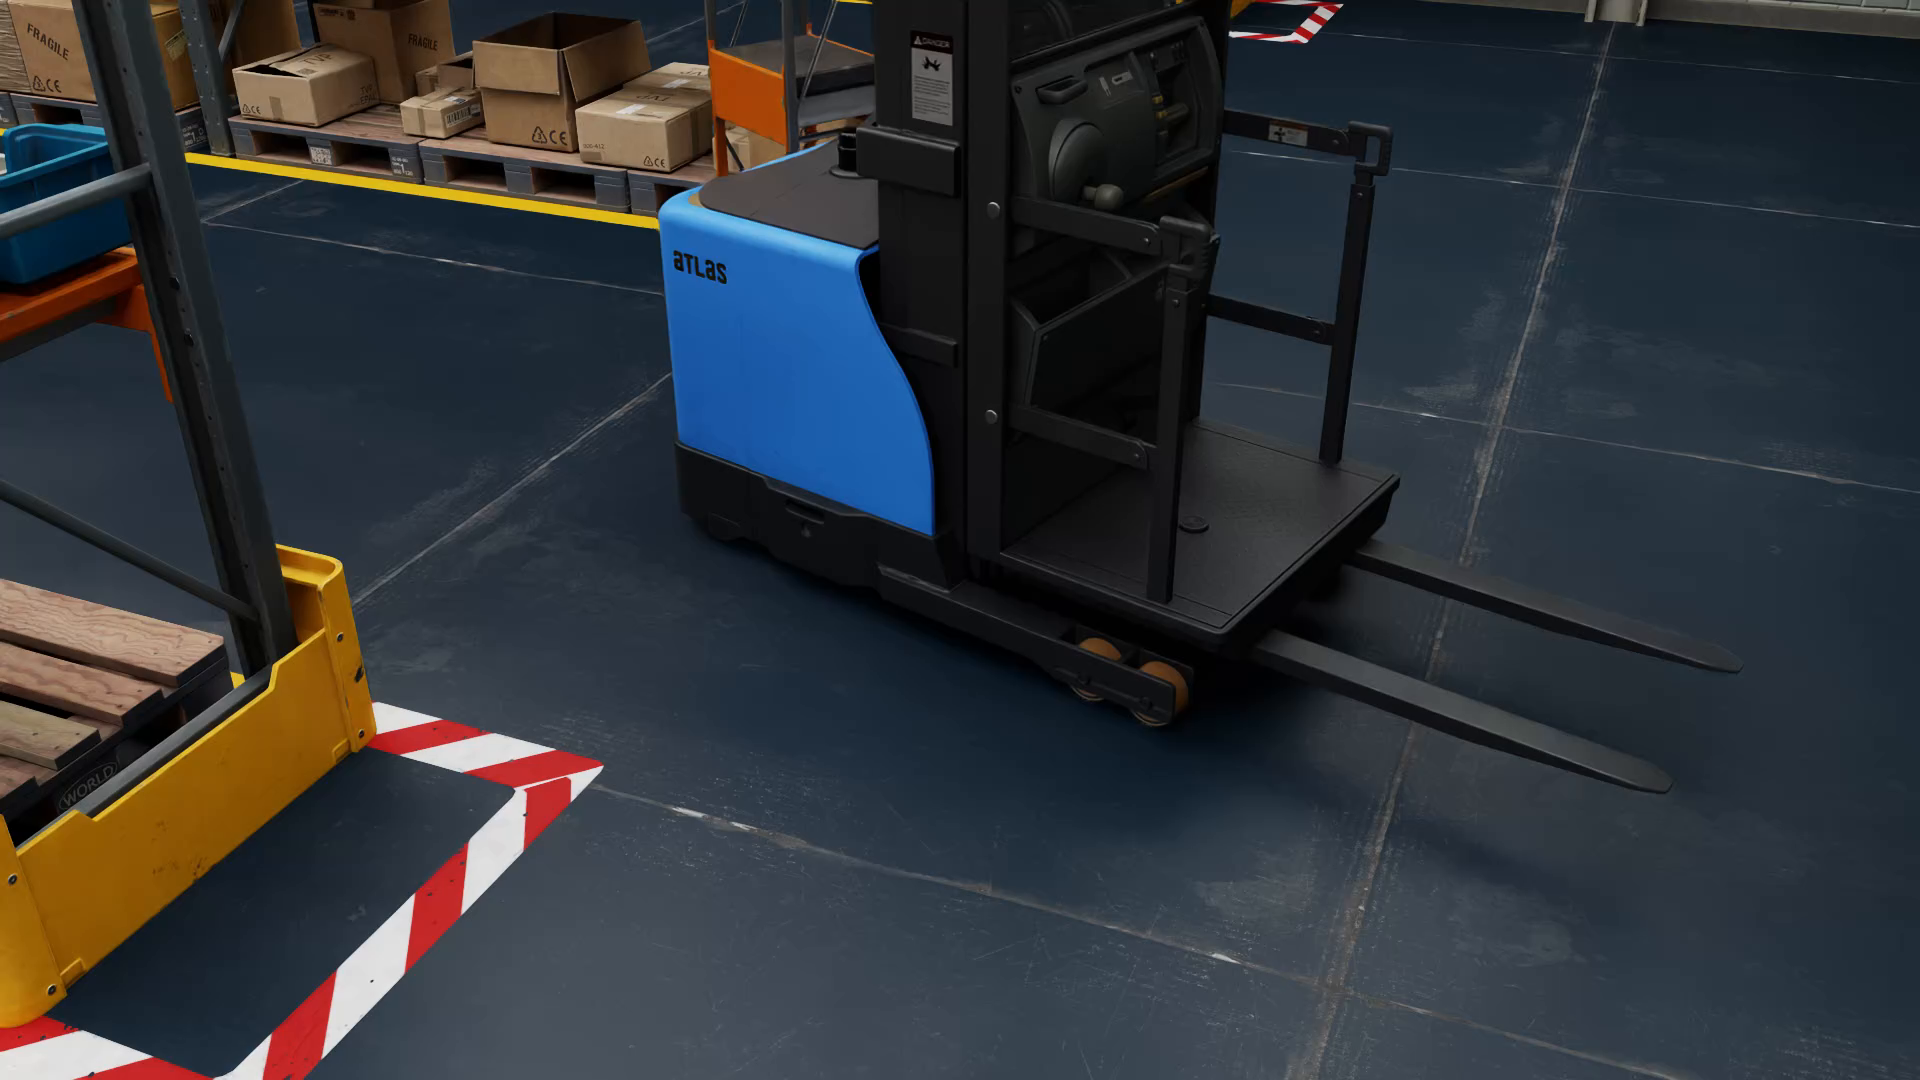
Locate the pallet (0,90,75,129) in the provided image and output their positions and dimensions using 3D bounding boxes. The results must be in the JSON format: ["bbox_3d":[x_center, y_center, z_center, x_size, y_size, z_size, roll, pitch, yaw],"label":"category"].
[{"bbox_3d":[-5.657,-2.720,9.848,1.213,0.211,1.003,11,31,19],"label":"pallet"}]

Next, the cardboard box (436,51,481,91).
[{"bbox_3d":[-2.425,-2.482,8.878,0.500,0.311,0.500,11,31,19],"label":"cardboard box"}]

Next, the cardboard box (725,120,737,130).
[{"bbox_3d":[-0.908,-2.153,8.358,0.500,0.250,0.500,11,31,19],"label":"cardboard box"}]

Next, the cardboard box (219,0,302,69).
[{"bbox_3d":[-4.111,-2.880,9.390,0.500,0.500,0.500,10,31,17],"label":"cardboard box"}]

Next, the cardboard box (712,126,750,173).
[{"bbox_3d":[-0.986,-1.898,7.992,0.250,0.166,0.380,11,31,19],"label":"cardboard box"}]

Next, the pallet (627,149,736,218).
[{"bbox_3d":[-0.857,-1.783,8.190,1.213,0.211,1.003,11,31,19],"label":"pallet"}]

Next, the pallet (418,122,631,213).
[{"bbox_3d":[-1.984,-2.009,8.591,1.213,0.211,1.003,11,31,19],"label":"pallet"}]

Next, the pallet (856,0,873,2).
[{"bbox_3d":[-0.086,-4.220,12.502,1.213,0.211,1.003,11,31,19],"label":"pallet"}]

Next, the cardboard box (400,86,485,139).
[{"bbox_3d":[-2.641,-2.202,8.530,0.250,0.166,0.380,11,31,19],"label":"cardboard box"}]

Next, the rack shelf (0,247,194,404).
[{"bbox_3d":[-3.767,-0.635,4.056,4.000,0.370,1.077,11,31,19],"label":"rack shelf"}]

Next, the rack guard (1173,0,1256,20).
[{"bbox_3d":[1.833,-4.003,11.823,0.348,0.500,1.175,11,31,19],"label":"rack guard"}]

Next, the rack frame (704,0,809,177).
[{"bbox_3d":[-0.690,-1.536,5.832,0.400,2.100,0.015,-21,35,-32],"label":"rack frame"}]

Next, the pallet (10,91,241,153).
[{"bbox_3d":[-4.522,-2.495,9.450,1.213,0.211,1.003,11,31,19],"label":"pallet"}]

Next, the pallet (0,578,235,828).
[{"bbox_3d":[-2.663,0.466,4.212,1.213,0.211,1.003,11,31,19],"label":"pallet"}]

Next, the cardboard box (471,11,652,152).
[{"bbox_3d":[-2.011,-2.335,8.423,0.637,0.503,0.797,11,31,19],"label":"cardboard box"}]

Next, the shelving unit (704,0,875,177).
[{"bbox_3d":[-0.542,-1.440,5.663,0.431,2.100,0.503,-21,35,-32],"label":"shelving unit"}]

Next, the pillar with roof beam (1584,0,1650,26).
[{"bbox_3d":[3.020,-5.639,6.081,0.400,9.000,9.100,11,31,19],"label":"pillar with roof beam"}]

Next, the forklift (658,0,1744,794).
[{"bbox_3d":[0.590,-1.083,4.187,3.031,2.935,1.130,20,35,31],"label":"forklift"}]

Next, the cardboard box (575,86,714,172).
[{"bbox_3d":[-1.513,-2.008,8.102,0.500,0.250,0.500,11,31,19],"label":"cardboard box"}]

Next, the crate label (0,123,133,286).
[{"bbox_3d":[-2.019,-0.727,3.597,0.303,0.233,0.416,11,31,19],"label":"crate label"}]

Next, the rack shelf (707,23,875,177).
[{"bbox_3d":[-0.542,-1.428,5.669,0.431,0.518,0.480,-21,35,-32],"label":"rack shelf"}]

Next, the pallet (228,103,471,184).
[{"bbox_3d":[-3.118,-2.234,8.989,1.213,0.211,1.003,11,31,19],"label":"pallet"}]

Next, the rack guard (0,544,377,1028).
[{"bbox_3d":[-1.886,0.509,3.842,0.348,0.500,1.175,11,31,19],"label":"rack guard"}]

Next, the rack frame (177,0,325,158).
[{"bbox_3d":[-3.754,-3.576,8.528,0.127,3.000,1.000,11,31,19],"label":"rack frame"}]

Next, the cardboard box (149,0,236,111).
[{"bbox_3d":[-4.319,-2.640,8.965,0.500,0.500,0.500,11,31,19],"label":"cardboard box"}]

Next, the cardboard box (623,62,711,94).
[{"bbox_3d":[-1.372,-2.245,8.521,0.500,0.250,0.500,11,31,19],"label":"cardboard box"}]

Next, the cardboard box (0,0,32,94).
[{"bbox_3d":[-5.239,-2.828,9.298,0.500,0.500,0.500,12,32,20],"label":"cardboard box"}]

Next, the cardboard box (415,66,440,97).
[{"bbox_3d":[-2.750,-2.508,9.089,0.250,0.149,0.380,11,31,19],"label":"cardboard box"}]

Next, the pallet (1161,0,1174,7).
[{"bbox_3d":[1.041,-3.994,12.101,1.213,0.211,1.003,11,31,19],"label":"pallet"}]

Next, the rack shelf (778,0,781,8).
[{"bbox_3d":[-0.543,-2.037,5.324,0.431,0.518,0.480,-21,35,-32],"label":"rack shelf"}]

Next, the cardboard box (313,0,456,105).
[{"bbox_3d":[-3.120,-2.703,9.077,0.500,0.500,0.500,11,31,19],"label":"cardboard box"}]

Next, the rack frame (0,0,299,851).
[{"bbox_3d":[-1.914,-0.578,3.224,0.127,3.000,1.000,11,31,19],"label":"rack frame"}]

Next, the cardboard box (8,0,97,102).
[{"bbox_3d":[-4.774,-2.735,9.134,0.500,0.500,0.500,11,31,19],"label":"cardboard box"}]

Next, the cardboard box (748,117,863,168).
[{"bbox_3d":[-0.644,-1.928,7.705,0.500,0.500,0.500,11,31,19],"label":"cardboard box"}]

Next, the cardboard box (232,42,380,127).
[{"bbox_3d":[-3.447,-2.421,8.770,0.500,0.311,0.500,11,31,19],"label":"cardboard box"}]

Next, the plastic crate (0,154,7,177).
[{"bbox_3d":[-2.285,-0.782,3.793,0.298,0.136,0.250,11,31,19],"label":"plastic crate"}]

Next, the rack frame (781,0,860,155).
[{"bbox_3d":[-0.395,-1.344,5.493,0.400,2.100,0.015,-21,35,-32],"label":"rack frame"}]
